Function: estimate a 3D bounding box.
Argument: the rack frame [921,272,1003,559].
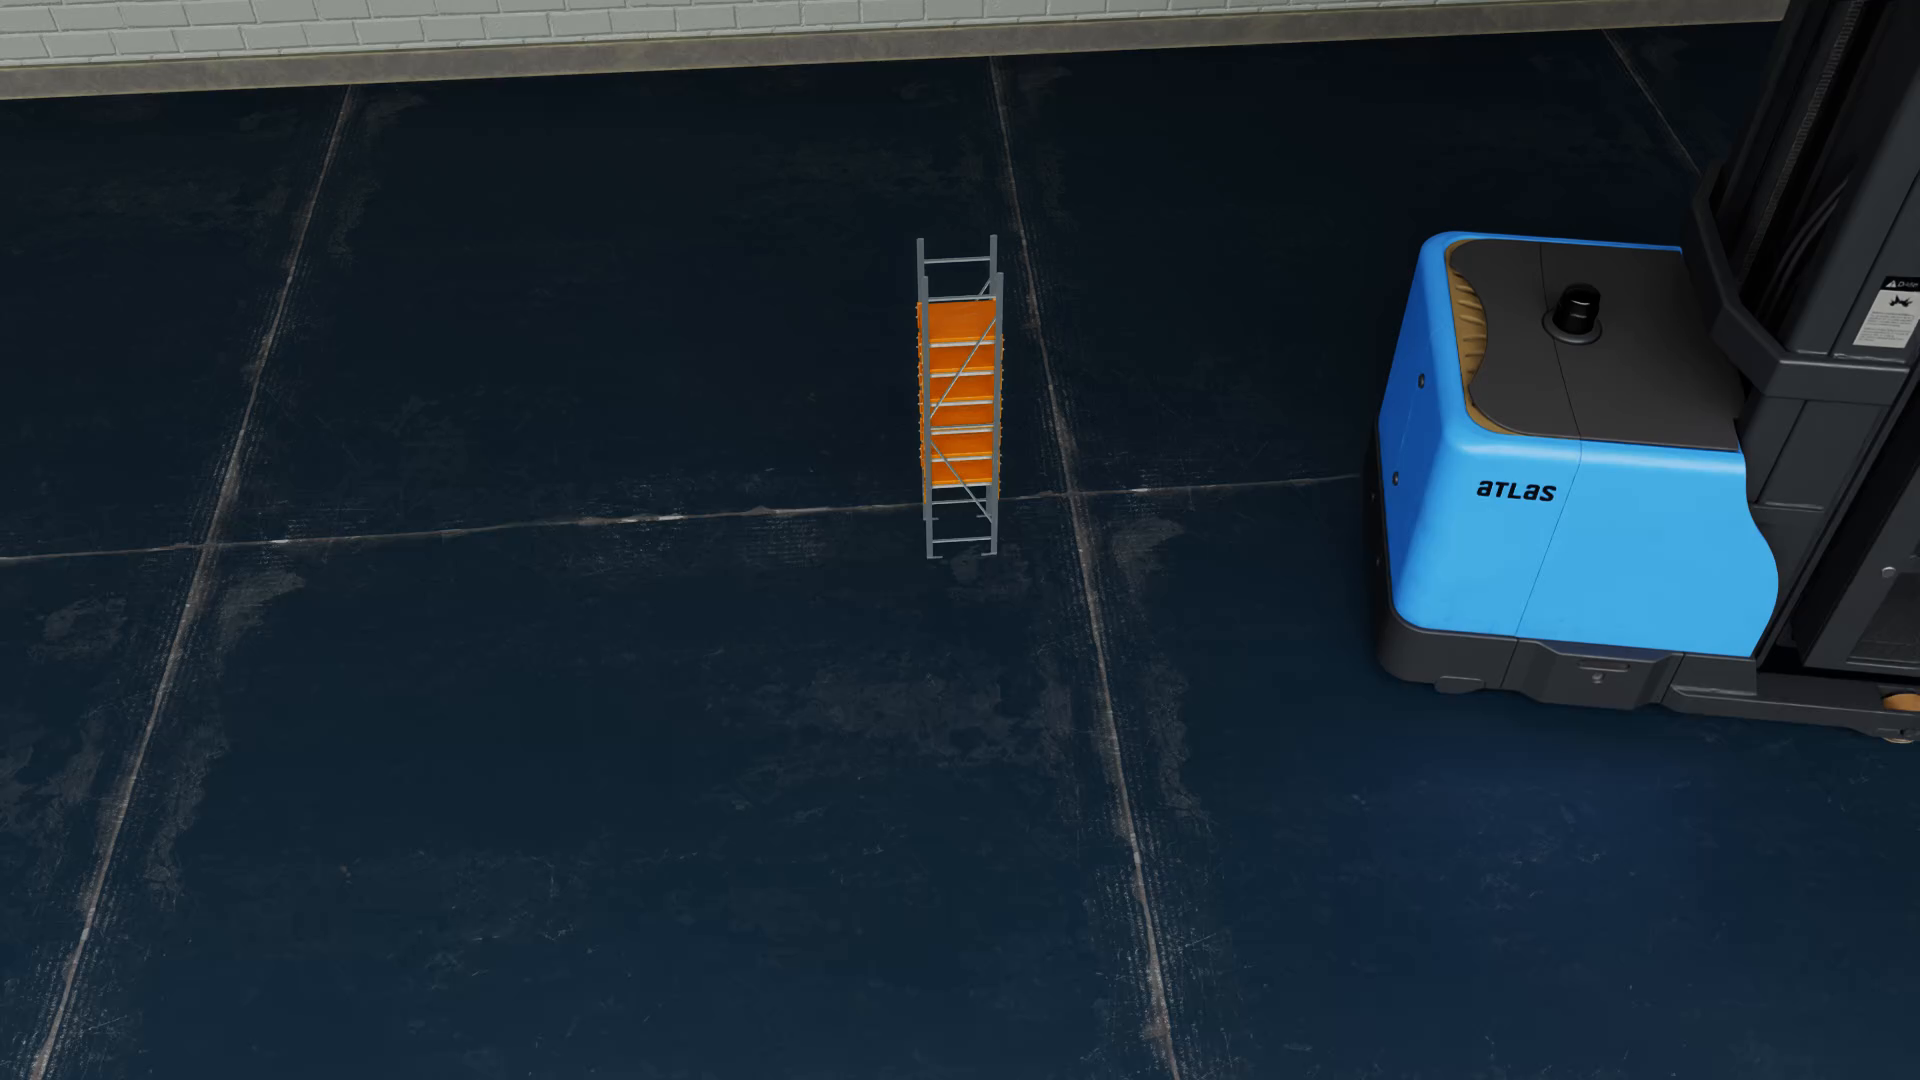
[{"bbox_3d":[0.006,-0.357,5.262,0.240,1.200,0.006,-3,47,-3],"label":"rack frame"}]

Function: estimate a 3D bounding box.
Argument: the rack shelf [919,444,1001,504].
[{"bbox_3d":[-0.001,-0.227,5.531,0.258,0.103,0.180,-3,47,-3],"label":"rack shelf"}]

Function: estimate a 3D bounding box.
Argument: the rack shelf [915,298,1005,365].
[{"bbox_3d":[-0.001,-0.640,5.095,0.258,0.103,0.180,-3,47,-3],"label":"rack shelf"}]

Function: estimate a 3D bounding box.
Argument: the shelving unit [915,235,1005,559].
[{"bbox_3d":[-0.001,-0.423,5.324,0.258,1.200,0.189,-3,47,-3],"label":"shelving unit"}]

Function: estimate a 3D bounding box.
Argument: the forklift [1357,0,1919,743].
[{"bbox_3d":[2.862,-0.774,4.465,3.031,2.935,1.130,5,47,5],"label":"forklift"}]

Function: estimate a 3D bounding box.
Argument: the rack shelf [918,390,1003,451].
[{"bbox_3d":[-0.001,-0.392,5.357,0.258,0.103,0.180,-3,47,-3],"label":"rack shelf"}]

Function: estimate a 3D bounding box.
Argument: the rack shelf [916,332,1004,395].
[{"bbox_3d":[-0.001,-0.558,5.182,0.258,0.103,0.180,-3,47,-3],"label":"rack shelf"}]

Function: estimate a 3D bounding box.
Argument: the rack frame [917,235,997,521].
[{"bbox_3d":[-0.009,-0.489,5.387,0.240,1.200,0.006,-3,47,-3],"label":"rack frame"}]

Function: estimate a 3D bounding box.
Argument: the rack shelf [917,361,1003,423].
[{"bbox_3d":[-0.001,-0.475,5.269,0.258,0.103,0.180,-3,47,-3],"label":"rack shelf"}]

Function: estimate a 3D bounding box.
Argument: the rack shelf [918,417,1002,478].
[{"bbox_3d":[-0.001,-0.310,5.444,0.258,0.103,0.180,-3,47,-3],"label":"rack shelf"}]
